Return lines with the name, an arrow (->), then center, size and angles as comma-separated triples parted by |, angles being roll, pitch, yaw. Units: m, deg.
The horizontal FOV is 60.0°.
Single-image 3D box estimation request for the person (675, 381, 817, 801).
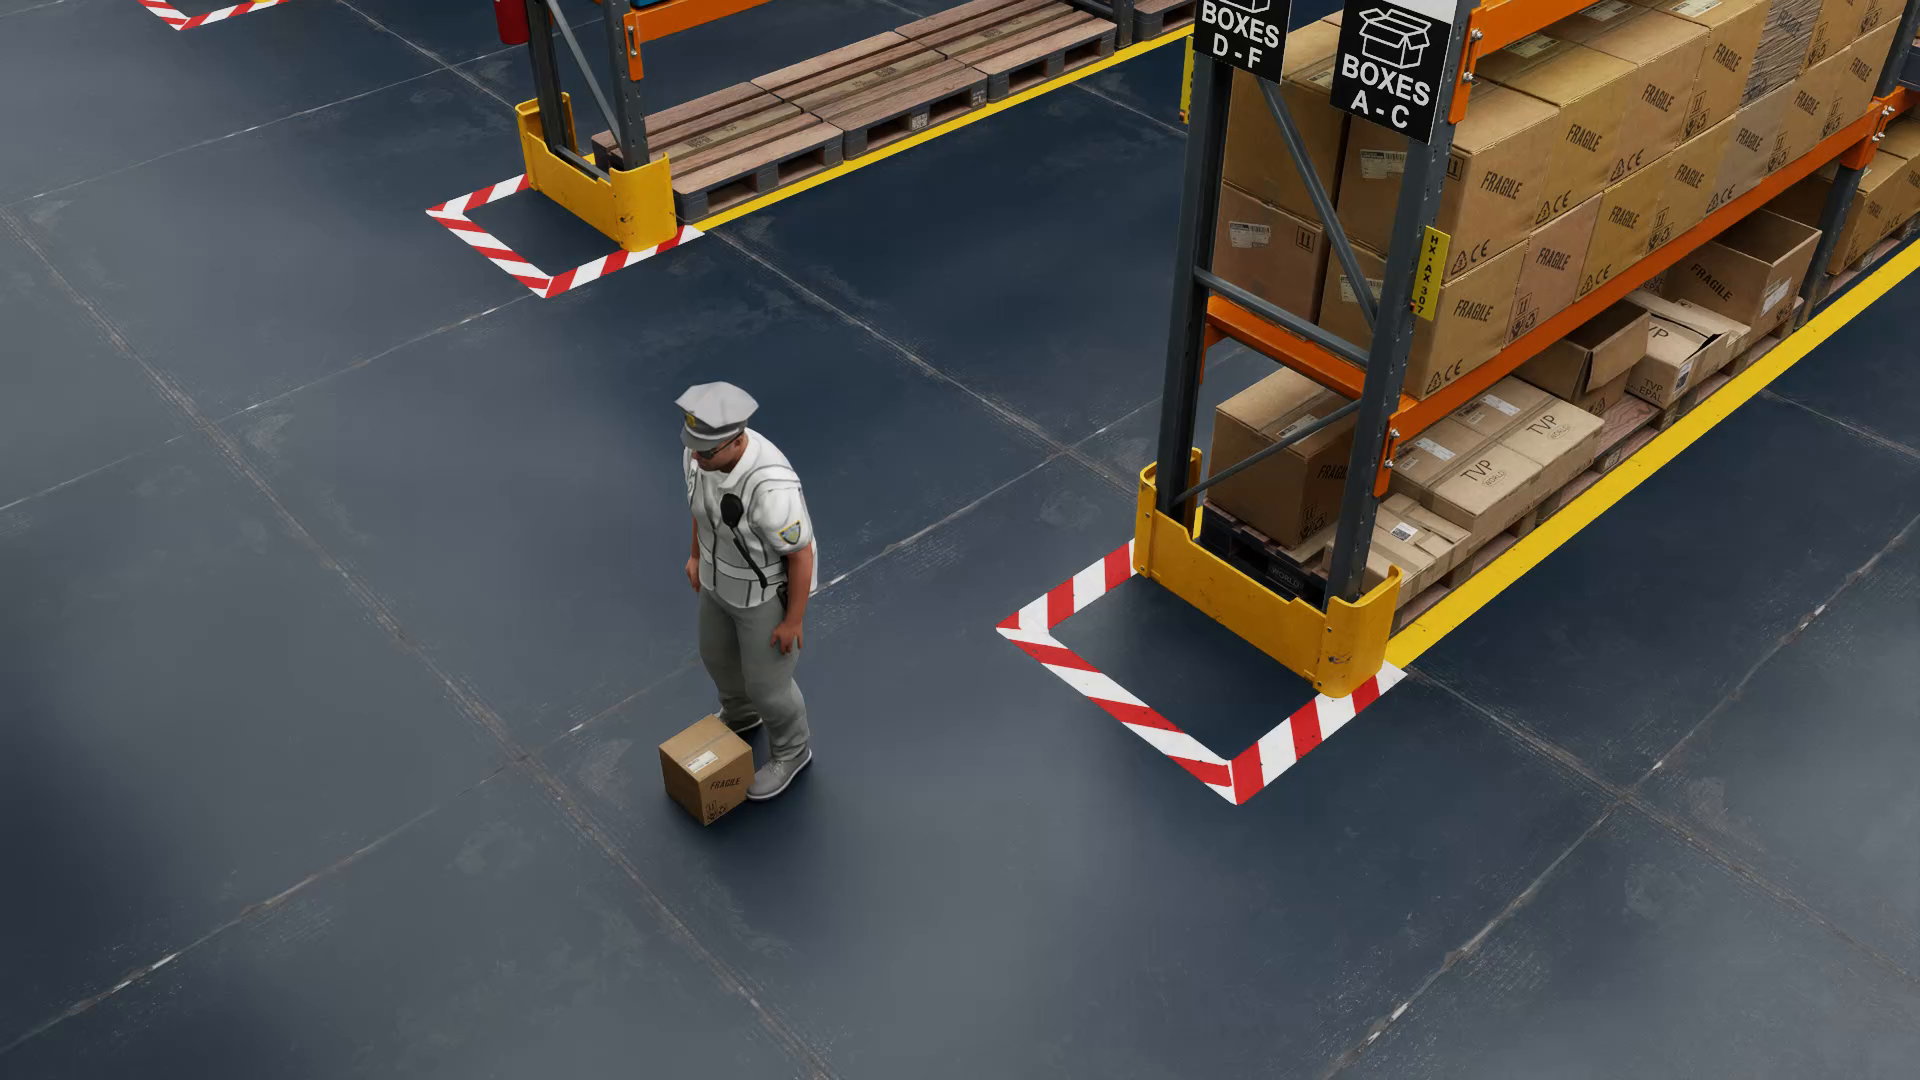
person -> -0.751, 0.159, 5.958 | 0.593, 1.746, 0.437 | 32, 49, 33
